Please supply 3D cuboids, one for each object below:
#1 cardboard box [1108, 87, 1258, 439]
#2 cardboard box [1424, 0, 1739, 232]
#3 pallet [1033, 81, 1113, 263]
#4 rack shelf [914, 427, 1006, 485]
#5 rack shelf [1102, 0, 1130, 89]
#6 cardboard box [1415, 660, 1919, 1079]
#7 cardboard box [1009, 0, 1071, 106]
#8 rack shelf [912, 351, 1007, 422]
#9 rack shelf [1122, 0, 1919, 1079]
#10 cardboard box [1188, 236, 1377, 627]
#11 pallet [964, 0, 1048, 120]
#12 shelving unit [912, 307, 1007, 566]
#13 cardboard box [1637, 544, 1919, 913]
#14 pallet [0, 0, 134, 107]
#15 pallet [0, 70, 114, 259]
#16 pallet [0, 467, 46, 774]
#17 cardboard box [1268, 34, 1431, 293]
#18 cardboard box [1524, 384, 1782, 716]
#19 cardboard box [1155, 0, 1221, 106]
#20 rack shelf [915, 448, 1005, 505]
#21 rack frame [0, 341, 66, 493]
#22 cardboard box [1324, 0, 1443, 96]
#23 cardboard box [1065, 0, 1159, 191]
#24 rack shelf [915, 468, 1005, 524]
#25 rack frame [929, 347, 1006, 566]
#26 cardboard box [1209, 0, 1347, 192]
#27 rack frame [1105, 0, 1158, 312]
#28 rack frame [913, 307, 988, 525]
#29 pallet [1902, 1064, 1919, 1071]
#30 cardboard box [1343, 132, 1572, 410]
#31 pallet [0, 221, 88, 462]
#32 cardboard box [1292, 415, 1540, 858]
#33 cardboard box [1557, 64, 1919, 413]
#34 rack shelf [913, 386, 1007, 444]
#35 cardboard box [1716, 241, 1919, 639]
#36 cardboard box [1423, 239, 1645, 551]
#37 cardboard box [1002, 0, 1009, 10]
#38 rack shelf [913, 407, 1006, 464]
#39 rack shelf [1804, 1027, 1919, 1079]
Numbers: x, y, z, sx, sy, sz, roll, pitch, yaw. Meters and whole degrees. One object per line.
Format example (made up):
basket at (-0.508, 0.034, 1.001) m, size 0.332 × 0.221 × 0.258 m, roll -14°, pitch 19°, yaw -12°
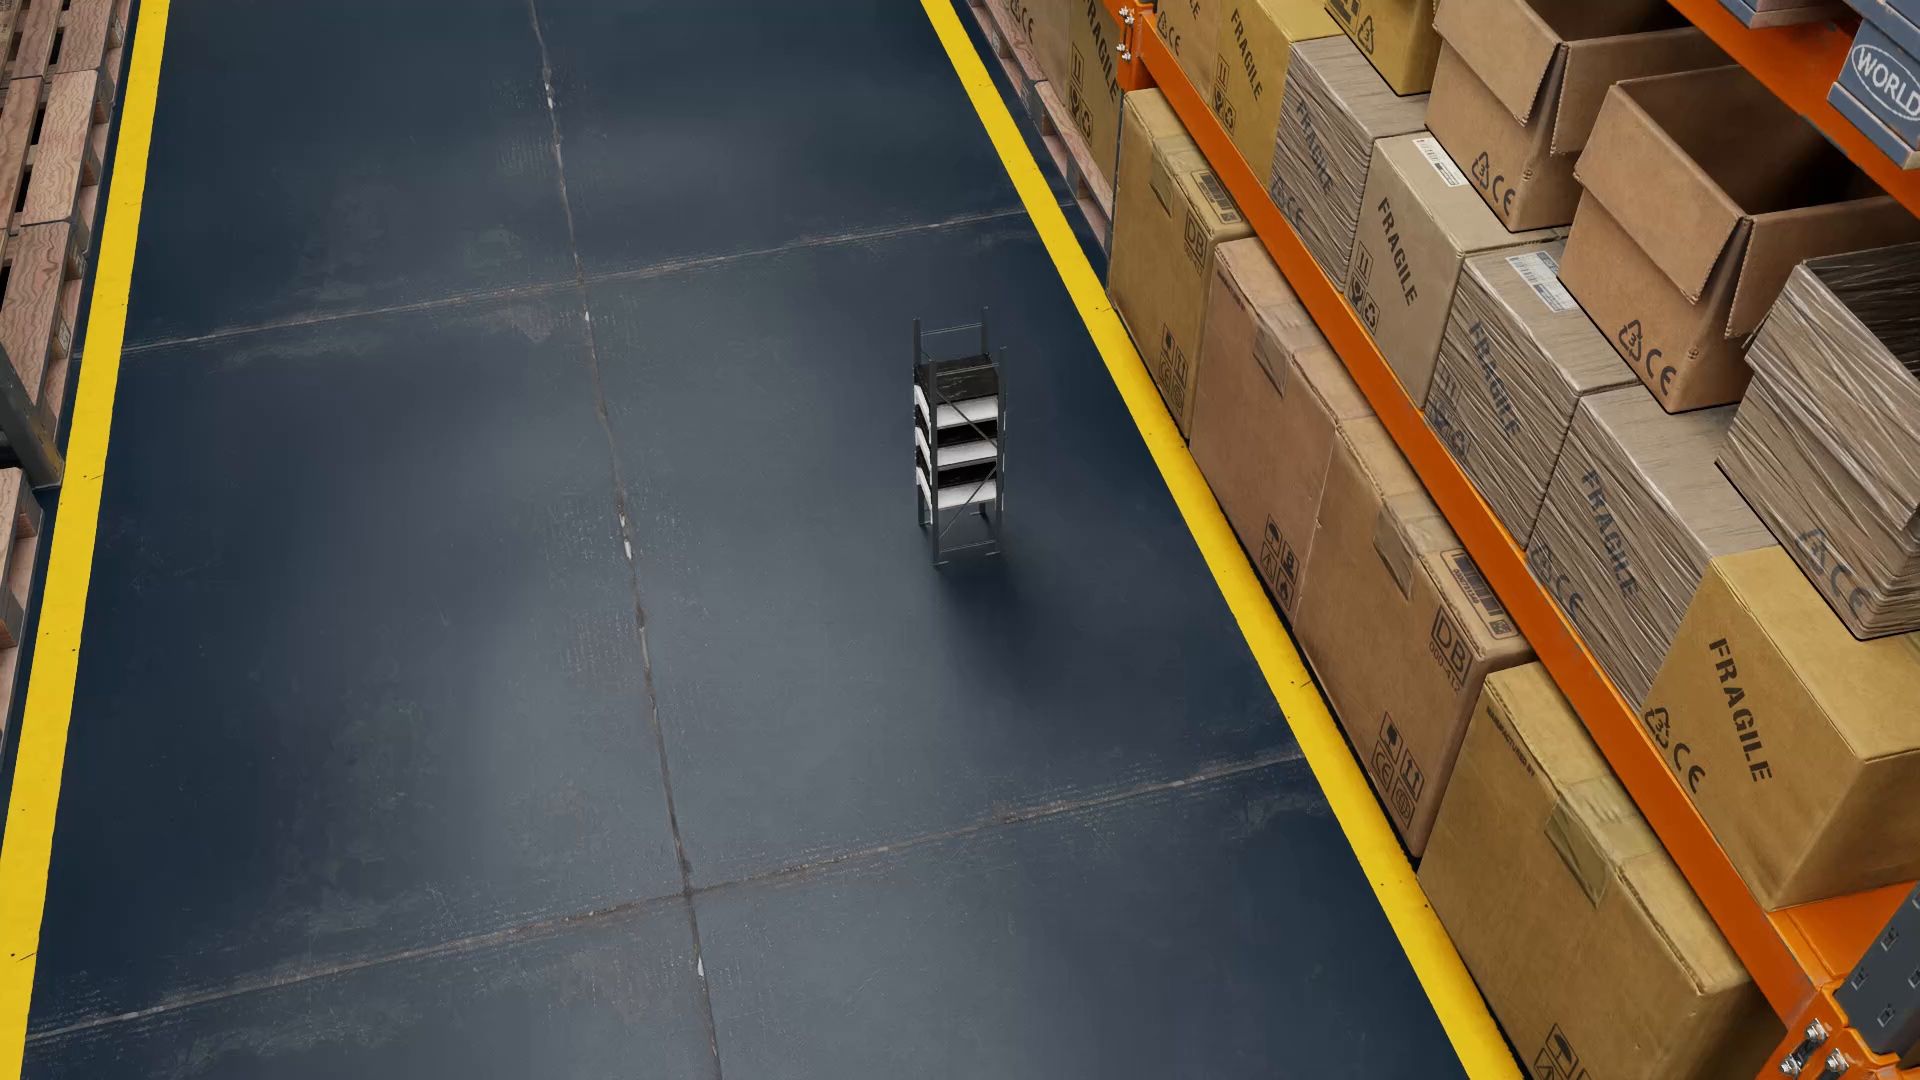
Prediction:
cardboard box at (1.268, -1.059, 5.881) m, size 1.225 × 0.875 × 0.875 m, roll -11°, pitch 47°, yaw -10°
cardboard box at (1.595, -1.139, 3.993) m, size 0.797 × 0.503 × 0.637 m, roll -9°, pitch 46°, yaw -9°
pallet at (0.966, -1.657, 7.226) m, size 1.003 × 0.211 × 1.213 m, roll -11°, pitch 47°, yaw -10°
rack shelf at (-0.002, -0.297, 5.458) m, size 0.258 × 0.077 × 0.200 m, roll -11°, pitch 47°, yaw -10°
rack shelf at (0.573, -3.223, 7.312) m, size 1.077 × 0.370 × 4.000 m, roll -11°, pitch 47°, yaw -10°
cardboard box at (1.953, 0.784, 4.075) m, size 1.225 × 0.875 × 0.875 m, roll -13°, pitch 47°, yaw -12°
cardboard box at (0.763, -2.589, 7.381) m, size 0.875 × 0.875 × 0.875 m, roll -11°, pitch 47°, yaw -10°
rack shelf at (-0.002, -0.486, 5.265) m, size 0.258 × 0.077 × 0.200 m, roll -11°, pitch 47°, yaw -10°
rack shelf at (1.597, -0.461, 4.606) m, size 1.077 × 0.370 × 4.000 m, roll -11°, pitch 47°, yaw -10°
cardboard box at (1.498, -0.442, 5.277) m, size 1.225 × 0.875 × 0.875 m, roll -12°, pitch 47°, yaw -12°
pallet at (0.650, -2.501, 8.053) m, size 1.003 × 0.211 × 1.213 m, roll -11°, pitch 47°, yaw -10°
shelving unit at (-0.002, -0.321, 5.434) m, size 0.258 × 0.900 × 0.210 m, roll -11°, pitch 47°, yaw -10°
cardboard box at (1.743, 0.337, 3.249) m, size 0.500 × 0.500 × 0.500 m, roll -9°, pitch 46°, yaw -9°
pallet at (-4.553, -2.398, 7.952) m, size 1.003 × 0.211 × 1.213 m, roll -11°, pitch 47°, yaw -10°
pallet at (-4.244, -1.557, 7.128) m, size 1.003 × 0.211 × 1.213 m, roll -11°, pitch 47°, yaw -10°
pallet at (-3.546, 0.328, 5.281) m, size 1.003 × 0.211 × 1.213 m, roll -11°, pitch 47°, yaw -10°
cardboard box at (1.218, -1.073, 4.632) m, size 0.500 × 0.500 × 0.500 m, roll -12°, pitch 47°, yaw -11°
cardboard box at (1.621, -0.008, 3.588) m, size 0.500 × 0.500 × 0.500 m, roll -11°, pitch 47°, yaw -11°
cardboard box at (0.961, -1.766, 5.310) m, size 0.500 × 0.500 × 0.500 m, roll -11°, pitch 47°, yaw -10°
rack shelf at (-0.002, -0.234, 5.522) m, size 0.258 × 0.077 × 0.200 m, roll -11°, pitch 47°, yaw -10°
rack frame at (-3.703, -1.188, 4.815) m, size 1.000 × 3.000 × 0.127 m, roll -11°, pitch 47°, yaw -10°
cardboard box at (1.421, -1.565, 4.411) m, size 0.797 × 0.503 × 0.637 m, roll -10°, pitch 46°, yaw -10°
cardboard box at (0.993, -1.968, 6.772) m, size 0.875 × 0.875 × 0.875 m, roll -11°, pitch 47°, yaw -10°
rack shelf at (-0.002, -0.171, 5.586) m, size 0.258 × 0.077 × 0.200 m, roll -11°, pitch 47°, yaw -10°
rack frame at (0.024, -0.250, 5.365) m, size 0.240 × 0.900 × 0.006 m, roll -11°, pitch 47°, yaw -10°
cardboard box at (1.091, -1.419, 4.970) m, size 0.500 × 0.500 × 0.500 m, roll -11°, pitch 47°, yaw -10°
rack frame at (1.085, -2.094, 5.702) m, size 1.000 × 3.000 × 0.127 m, roll -11°, pitch 47°, yaw -10°
rack frame at (-0.028, -0.391, 5.503) m, size 0.240 × 0.900 × 0.006 m, roll -11°, pitch 47°, yaw -10°
pallet at (1.980, 1.085, 4.538) m, size 1.003 × 0.211 × 1.213 m, roll -11°, pitch 47°, yaw -10°
cardboard box at (1.356, -0.717, 4.283) m, size 0.500 × 0.500 × 0.500 m, roll -10°, pitch 46°, yaw -10°
pallet at (-3.929, -0.713, 6.301) m, size 1.003 × 0.211 × 1.213 m, roll -11°, pitch 47°, yaw -10°
cardboard box at (1.732, 0.167, 4.680) m, size 1.225 × 0.875 × 0.875 m, roll -11°, pitch 47°, yaw -10°
cardboard box at (1.773, -0.677, 3.541) m, size 0.797 × 0.503 × 0.637 m, roll -10°, pitch 46°, yaw -9°
rack shelf at (-0.002, -0.423, 5.329) m, size 0.258 × 0.077 × 0.200 m, roll -11°, pitch 47°, yaw -10°
cardboard box at (1.938, -0.226, 3.099) m, size 0.797 × 0.503 × 0.637 m, roll -9°, pitch 46°, yaw -9°
cardboard box at (1.485, -0.366, 3.939) m, size 0.500 × 0.500 × 0.500 m, roll -12°, pitch 47°, yaw -12°
cardboard box at (0.535, -3.204, 7.983) m, size 0.875 × 0.875 × 0.875 m, roll -11°, pitch 47°, yaw -10°
rack shelf at (-0.002, -0.360, 5.394) m, size 0.258 × 0.077 × 0.200 m, roll -11°, pitch 47°, yaw -10°
rack shelf at (2.621, 2.300, 1.899) m, size 1.077 × 0.370 × 4.000 m, roll -11°, pitch 47°, yaw -10°
